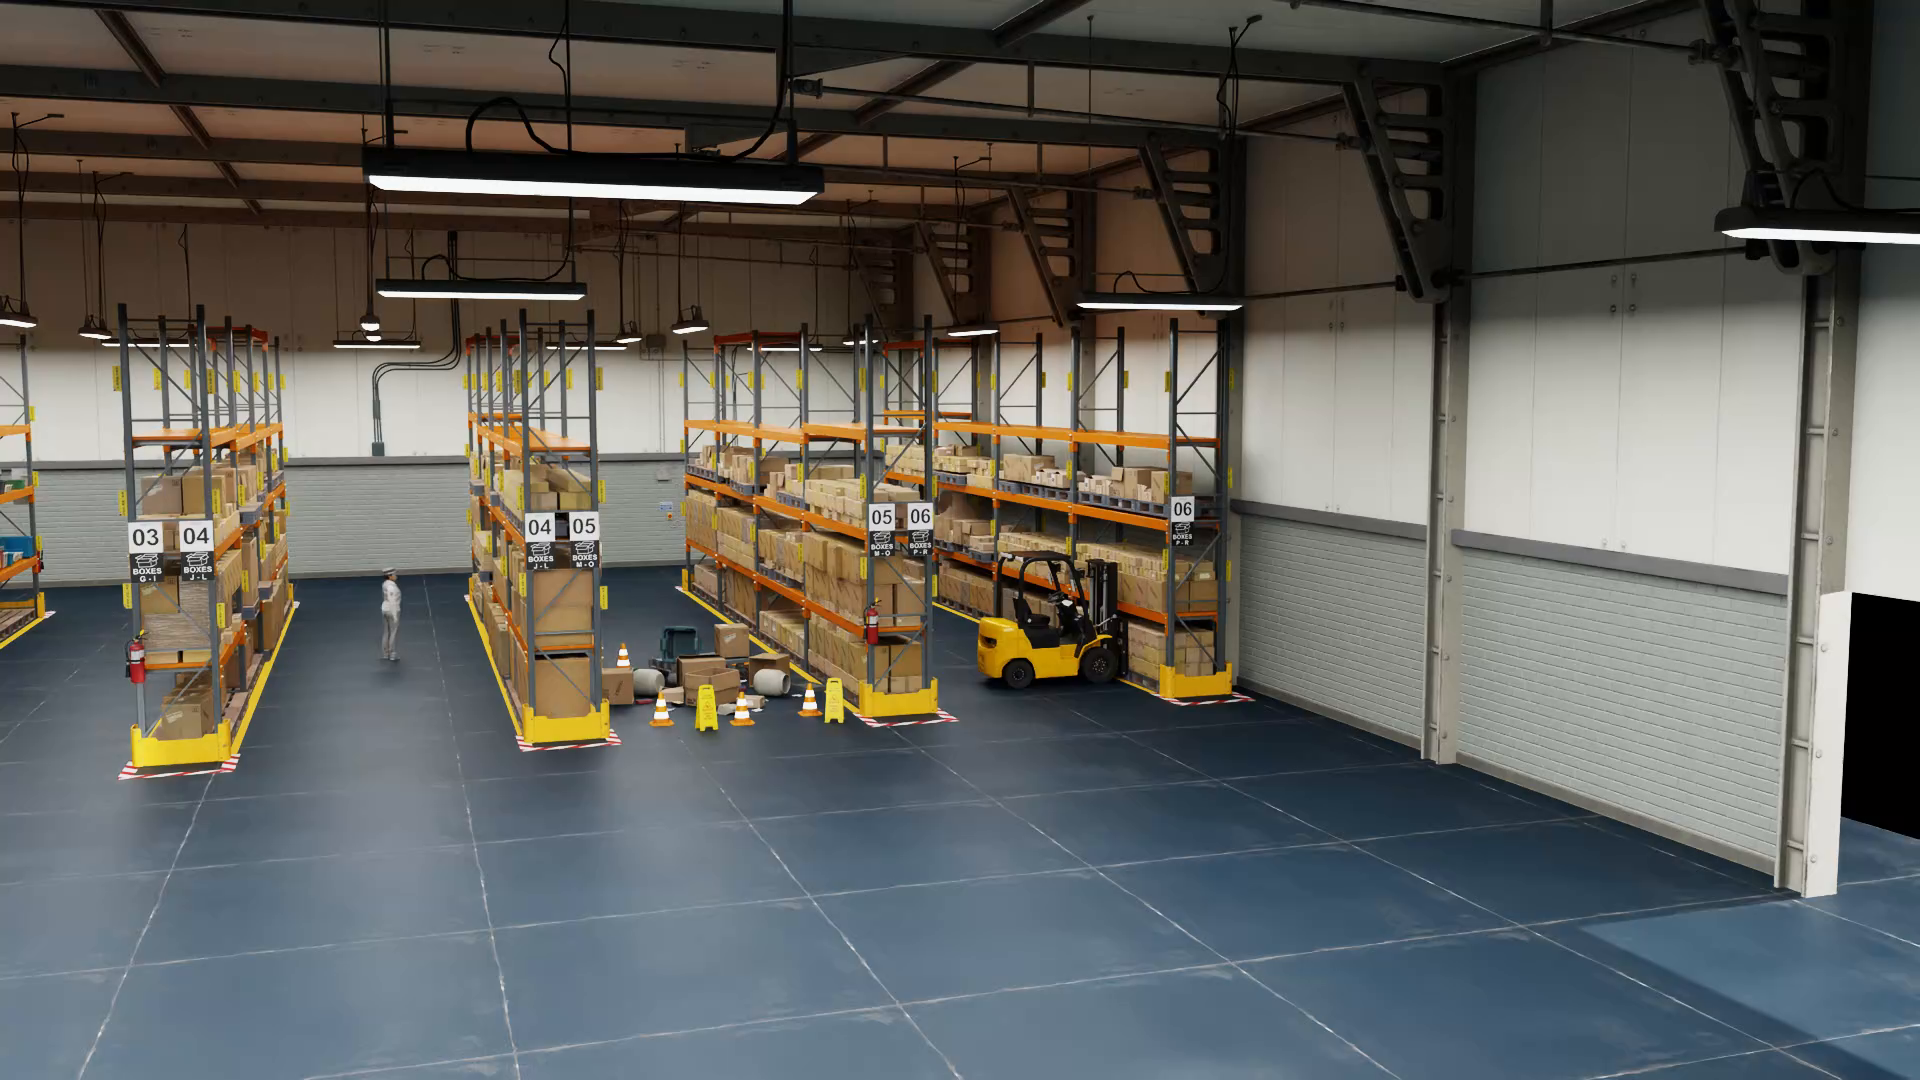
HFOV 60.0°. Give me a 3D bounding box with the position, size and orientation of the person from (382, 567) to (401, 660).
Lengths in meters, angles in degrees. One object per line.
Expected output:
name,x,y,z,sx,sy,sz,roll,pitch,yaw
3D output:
person,-10.217,1.318,29.974,0.356,1.690,0.484,-5,7,-43
